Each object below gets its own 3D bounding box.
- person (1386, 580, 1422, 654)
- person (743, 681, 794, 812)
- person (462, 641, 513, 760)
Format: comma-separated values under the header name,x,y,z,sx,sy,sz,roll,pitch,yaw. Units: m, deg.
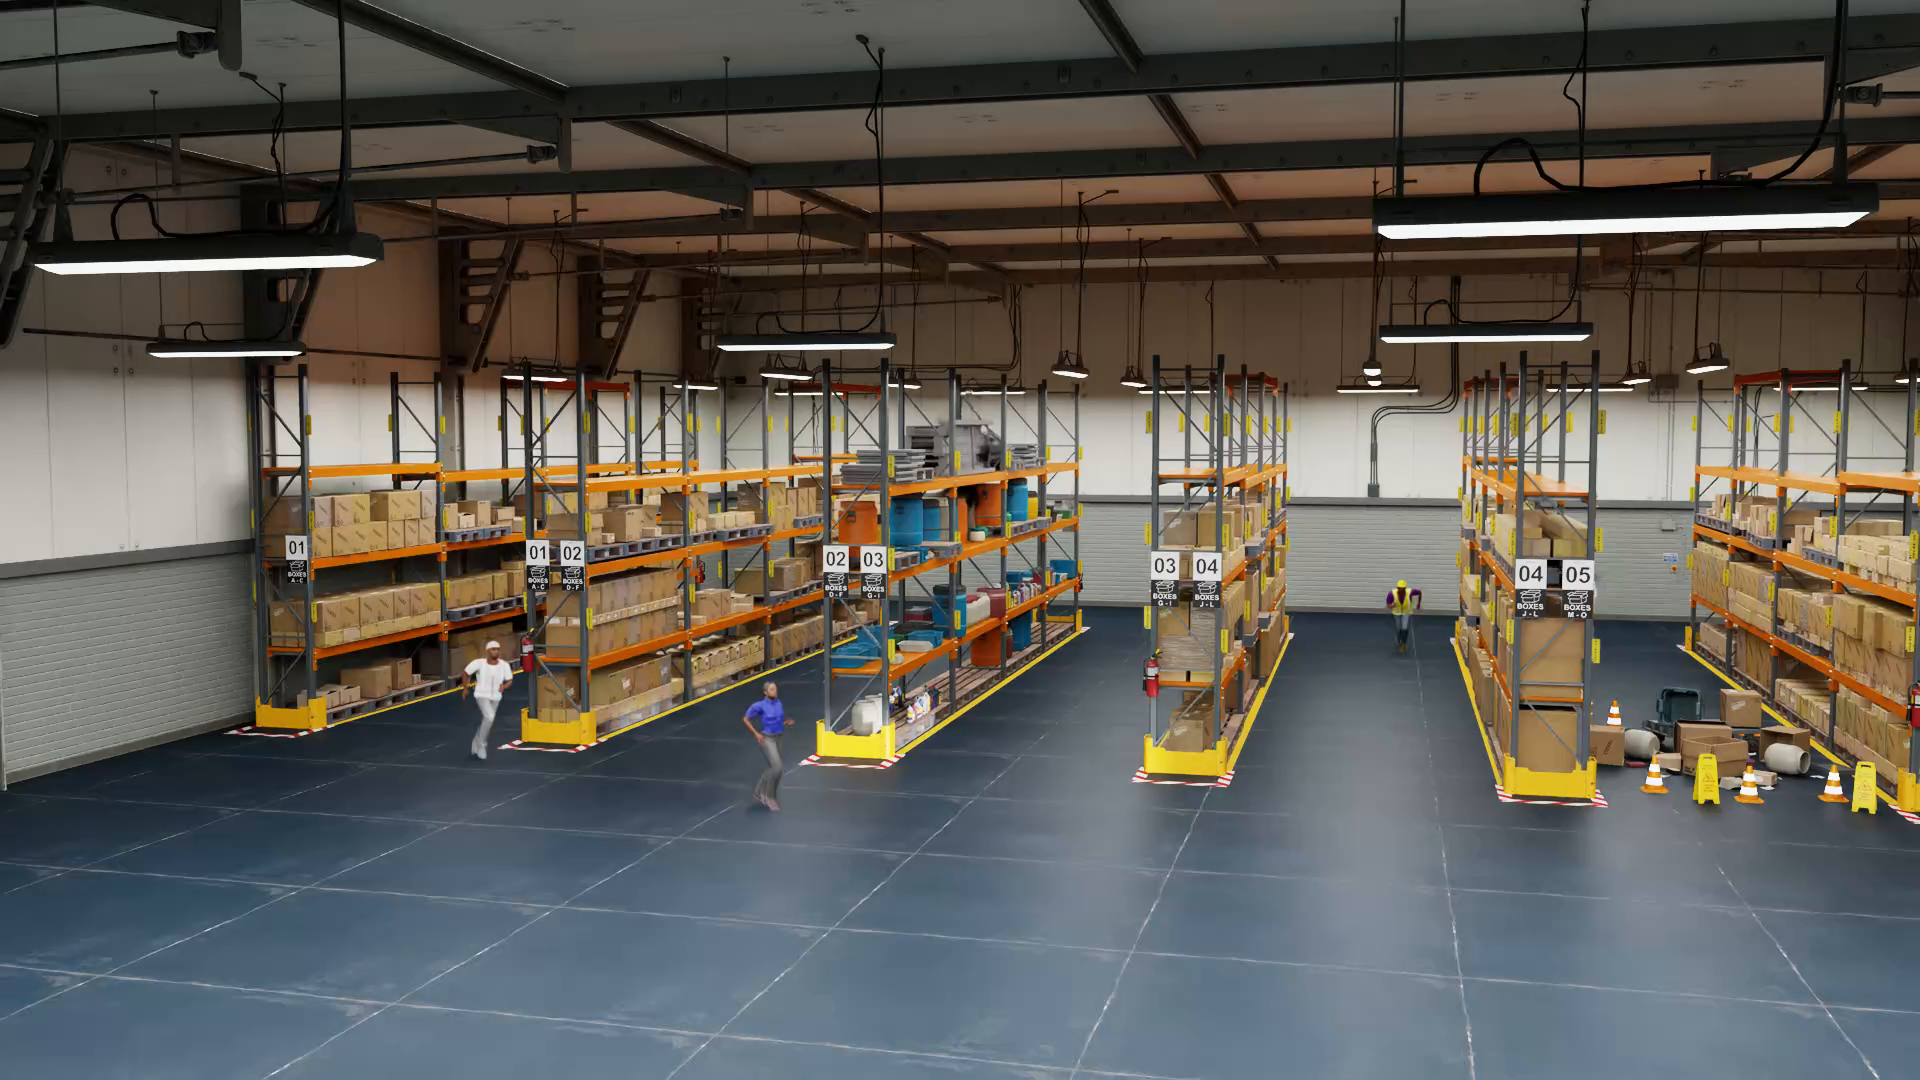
name,x,y,z,sx,sy,sz,roll,pitch,yaw
person,9.737,1.681,36.510,0.740,1.667,0.969,1,4,19
person,-2.456,2.690,21.688,0.688,1.703,0.553,3,5,34
person,-7.095,2.391,25.101,0.712,1.722,0.690,-3,5,-39
